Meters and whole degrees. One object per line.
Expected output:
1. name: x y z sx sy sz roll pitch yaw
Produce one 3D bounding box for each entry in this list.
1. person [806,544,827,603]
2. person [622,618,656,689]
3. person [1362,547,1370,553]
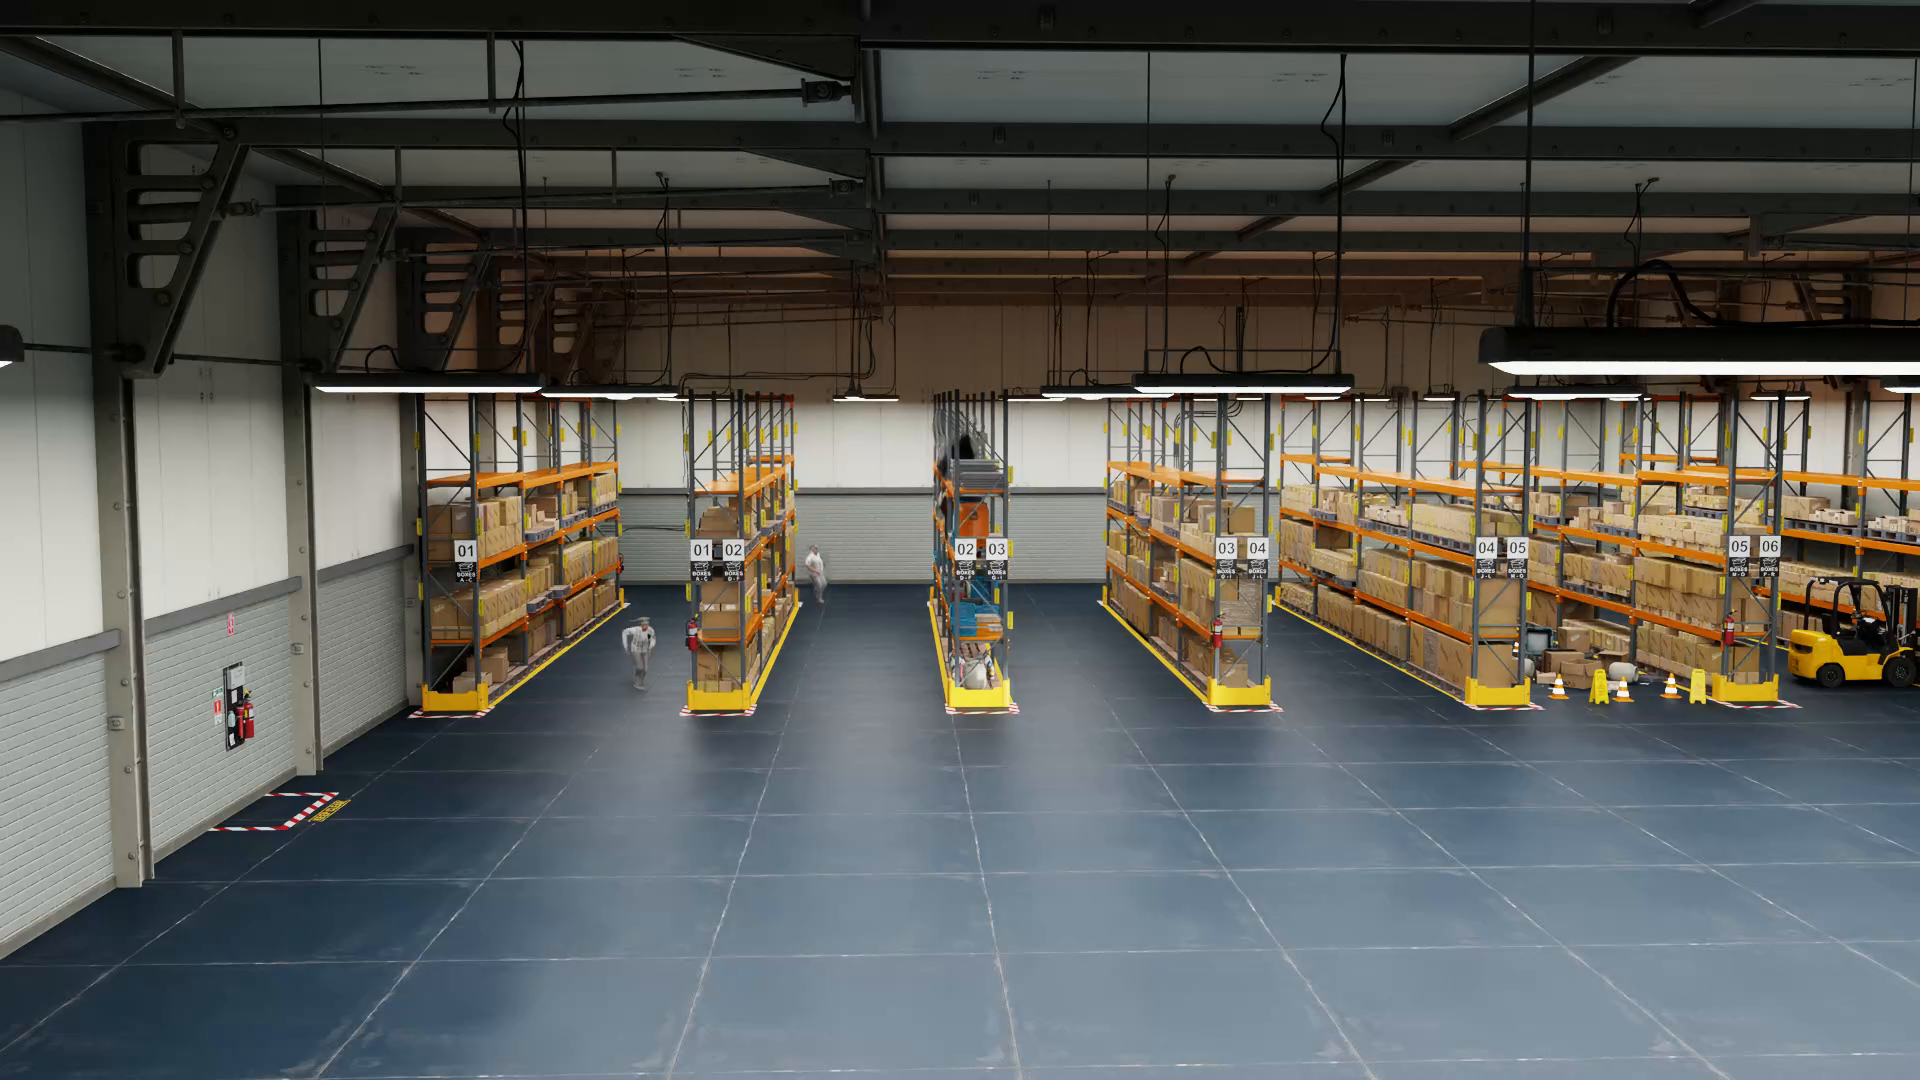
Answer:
1. person: -4.146 0.960 47.876 0.524 1.722 0.629 4 6 37
2. person: -6.401 2.273 33.197 0.644 1.496 0.807 -2 5 -27
3. person: 11.377 1.069 46.405 0.664 1.758 0.889 -1 5 -9
